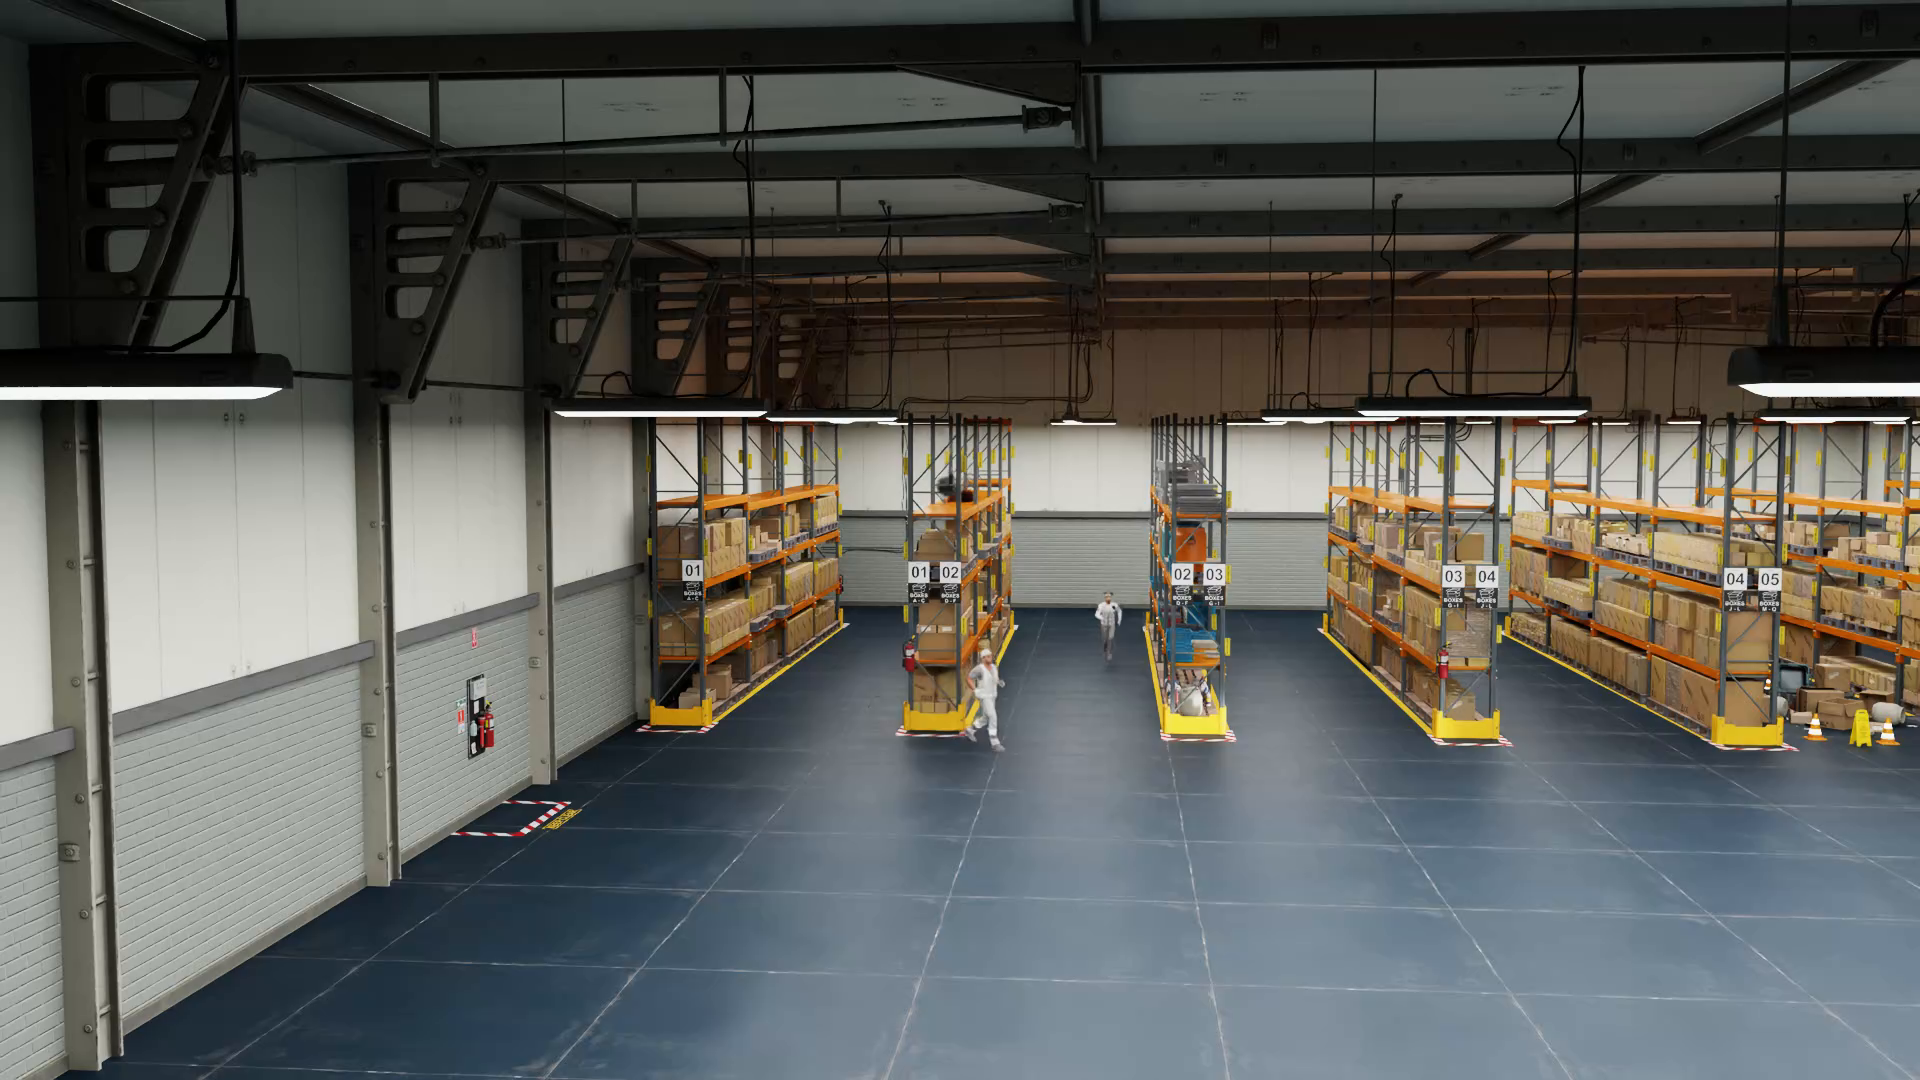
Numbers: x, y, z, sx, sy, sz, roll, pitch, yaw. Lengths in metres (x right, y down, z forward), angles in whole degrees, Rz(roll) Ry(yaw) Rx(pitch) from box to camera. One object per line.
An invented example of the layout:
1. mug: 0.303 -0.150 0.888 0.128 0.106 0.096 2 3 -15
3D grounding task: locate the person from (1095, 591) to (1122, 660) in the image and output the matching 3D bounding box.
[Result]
1. person: 3.536 2.030 39.577 0.633 1.659 0.827 0 4 6

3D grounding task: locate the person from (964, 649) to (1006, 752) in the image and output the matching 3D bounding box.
1. person: 0.468 2.830 29.681 0.924 1.796 0.638 3 5 38

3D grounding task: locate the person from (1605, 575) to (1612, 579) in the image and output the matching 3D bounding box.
1. person: 17.211 1.831 44.152 0.690 1.788 1.047 0 4 -1
